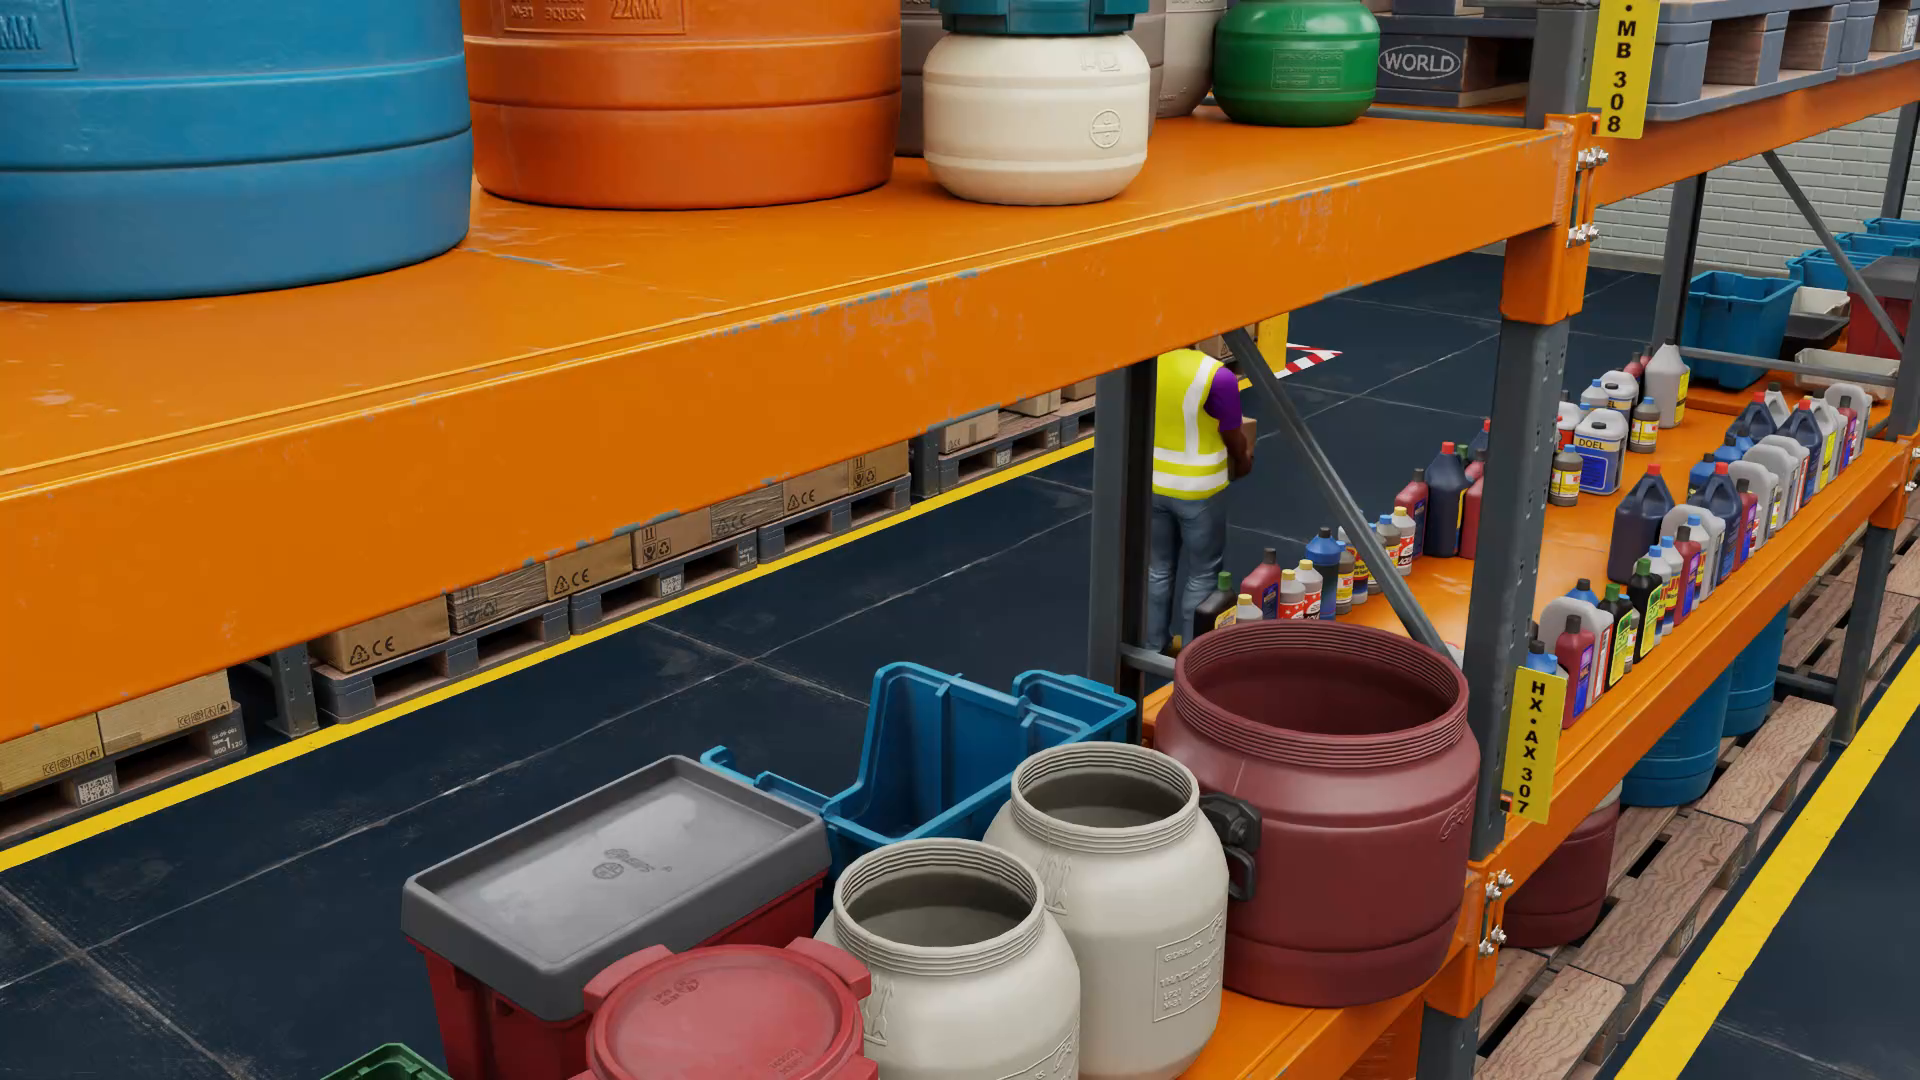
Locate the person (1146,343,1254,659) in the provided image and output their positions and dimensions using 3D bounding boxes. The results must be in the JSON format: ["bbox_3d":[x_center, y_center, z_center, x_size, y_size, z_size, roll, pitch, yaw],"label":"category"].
[{"bbox_3d":[1.012,-0.264,7.260,0.535,1.769,0.558,15,25,36],"label":"person"}]
